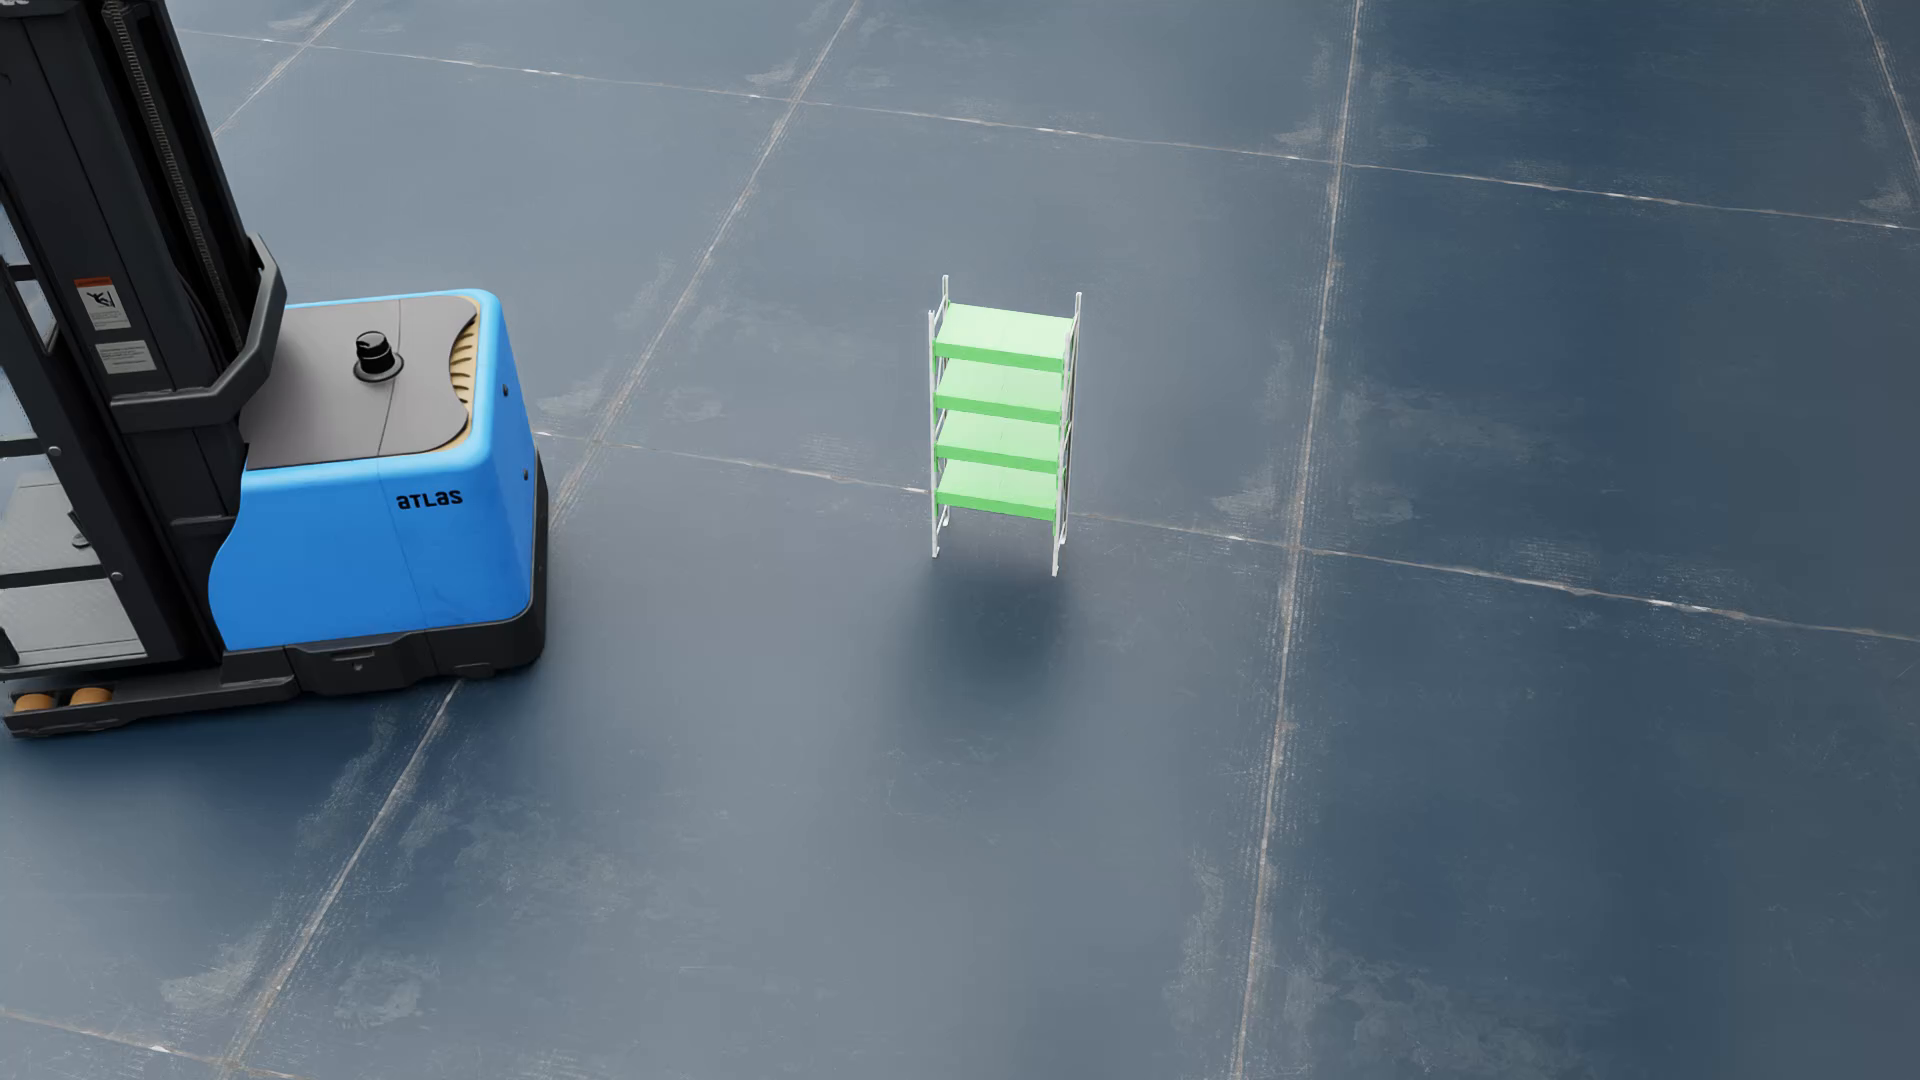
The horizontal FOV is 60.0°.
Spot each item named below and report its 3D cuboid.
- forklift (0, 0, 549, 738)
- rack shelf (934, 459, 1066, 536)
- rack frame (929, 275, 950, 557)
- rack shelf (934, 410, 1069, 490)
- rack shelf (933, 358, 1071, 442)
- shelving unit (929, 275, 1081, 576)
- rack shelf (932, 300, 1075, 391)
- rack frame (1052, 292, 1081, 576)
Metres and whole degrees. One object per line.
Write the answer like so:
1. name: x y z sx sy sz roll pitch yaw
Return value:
1. forklift: -3.122 -0.739 5.404 3.031 2.935 1.130 -6 44 -7
2. rack shelf: 0.162 -0.188 6.519 0.480 0.148 0.258 9 45 9
3. rack frame: -0.077 -0.444 6.346 0.015 1.200 0.240 9 45 9
4. rack shelf: 0.162 -0.361 6.352 0.480 0.148 0.258 9 45 9
5. rack shelf: 0.162 -0.534 6.186 0.480 0.148 0.258 9 45 9
6. shelving unit: 0.162 -0.407 6.308 0.503 1.200 0.258 9 45 9
7. rack shelf: 0.162 -0.707 6.019 0.480 0.148 0.258 9 45 9
8. rack frame: 0.400 -0.370 6.269 0.015 1.200 0.240 9 45 9
